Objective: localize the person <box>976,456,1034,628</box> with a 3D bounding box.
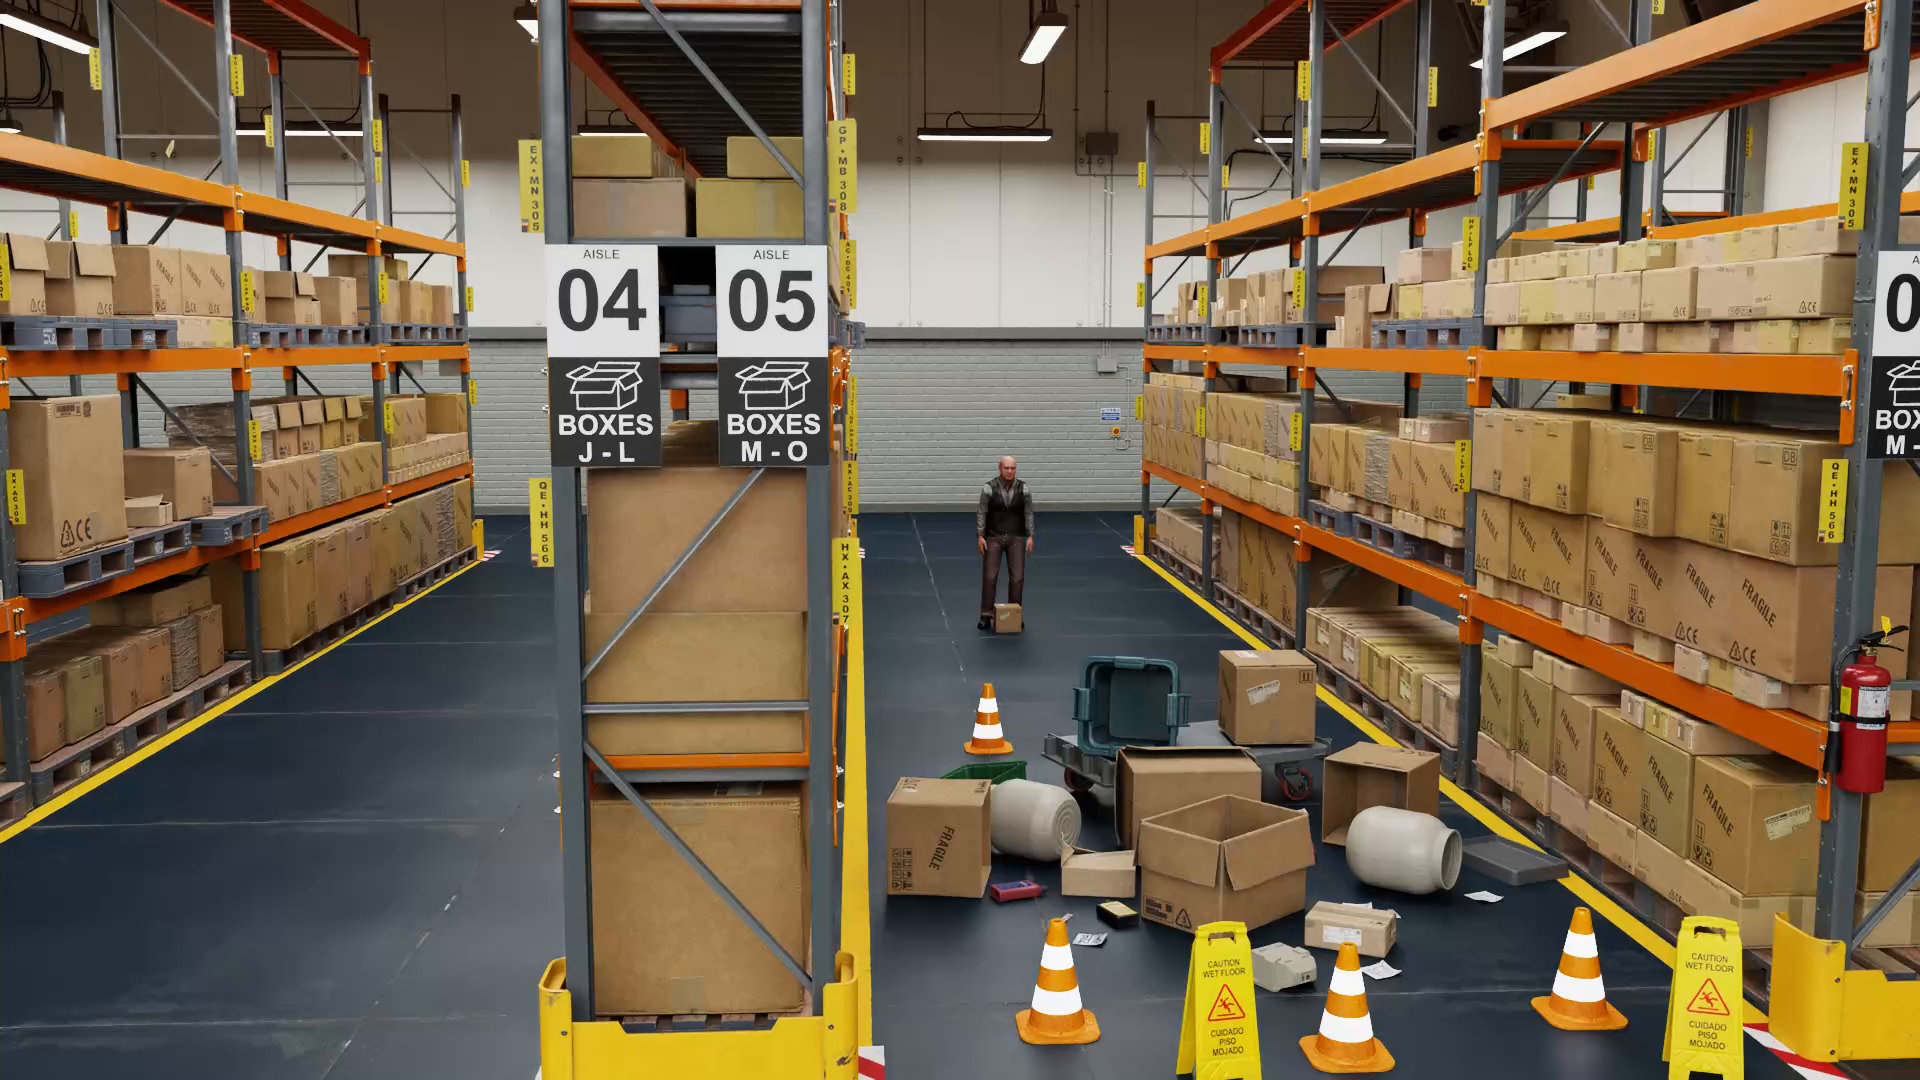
[{"bbox_3d":[0.452,0.012,16.737,0.592,1.722,0.412,-1,7,-6],"label":"person"}]
